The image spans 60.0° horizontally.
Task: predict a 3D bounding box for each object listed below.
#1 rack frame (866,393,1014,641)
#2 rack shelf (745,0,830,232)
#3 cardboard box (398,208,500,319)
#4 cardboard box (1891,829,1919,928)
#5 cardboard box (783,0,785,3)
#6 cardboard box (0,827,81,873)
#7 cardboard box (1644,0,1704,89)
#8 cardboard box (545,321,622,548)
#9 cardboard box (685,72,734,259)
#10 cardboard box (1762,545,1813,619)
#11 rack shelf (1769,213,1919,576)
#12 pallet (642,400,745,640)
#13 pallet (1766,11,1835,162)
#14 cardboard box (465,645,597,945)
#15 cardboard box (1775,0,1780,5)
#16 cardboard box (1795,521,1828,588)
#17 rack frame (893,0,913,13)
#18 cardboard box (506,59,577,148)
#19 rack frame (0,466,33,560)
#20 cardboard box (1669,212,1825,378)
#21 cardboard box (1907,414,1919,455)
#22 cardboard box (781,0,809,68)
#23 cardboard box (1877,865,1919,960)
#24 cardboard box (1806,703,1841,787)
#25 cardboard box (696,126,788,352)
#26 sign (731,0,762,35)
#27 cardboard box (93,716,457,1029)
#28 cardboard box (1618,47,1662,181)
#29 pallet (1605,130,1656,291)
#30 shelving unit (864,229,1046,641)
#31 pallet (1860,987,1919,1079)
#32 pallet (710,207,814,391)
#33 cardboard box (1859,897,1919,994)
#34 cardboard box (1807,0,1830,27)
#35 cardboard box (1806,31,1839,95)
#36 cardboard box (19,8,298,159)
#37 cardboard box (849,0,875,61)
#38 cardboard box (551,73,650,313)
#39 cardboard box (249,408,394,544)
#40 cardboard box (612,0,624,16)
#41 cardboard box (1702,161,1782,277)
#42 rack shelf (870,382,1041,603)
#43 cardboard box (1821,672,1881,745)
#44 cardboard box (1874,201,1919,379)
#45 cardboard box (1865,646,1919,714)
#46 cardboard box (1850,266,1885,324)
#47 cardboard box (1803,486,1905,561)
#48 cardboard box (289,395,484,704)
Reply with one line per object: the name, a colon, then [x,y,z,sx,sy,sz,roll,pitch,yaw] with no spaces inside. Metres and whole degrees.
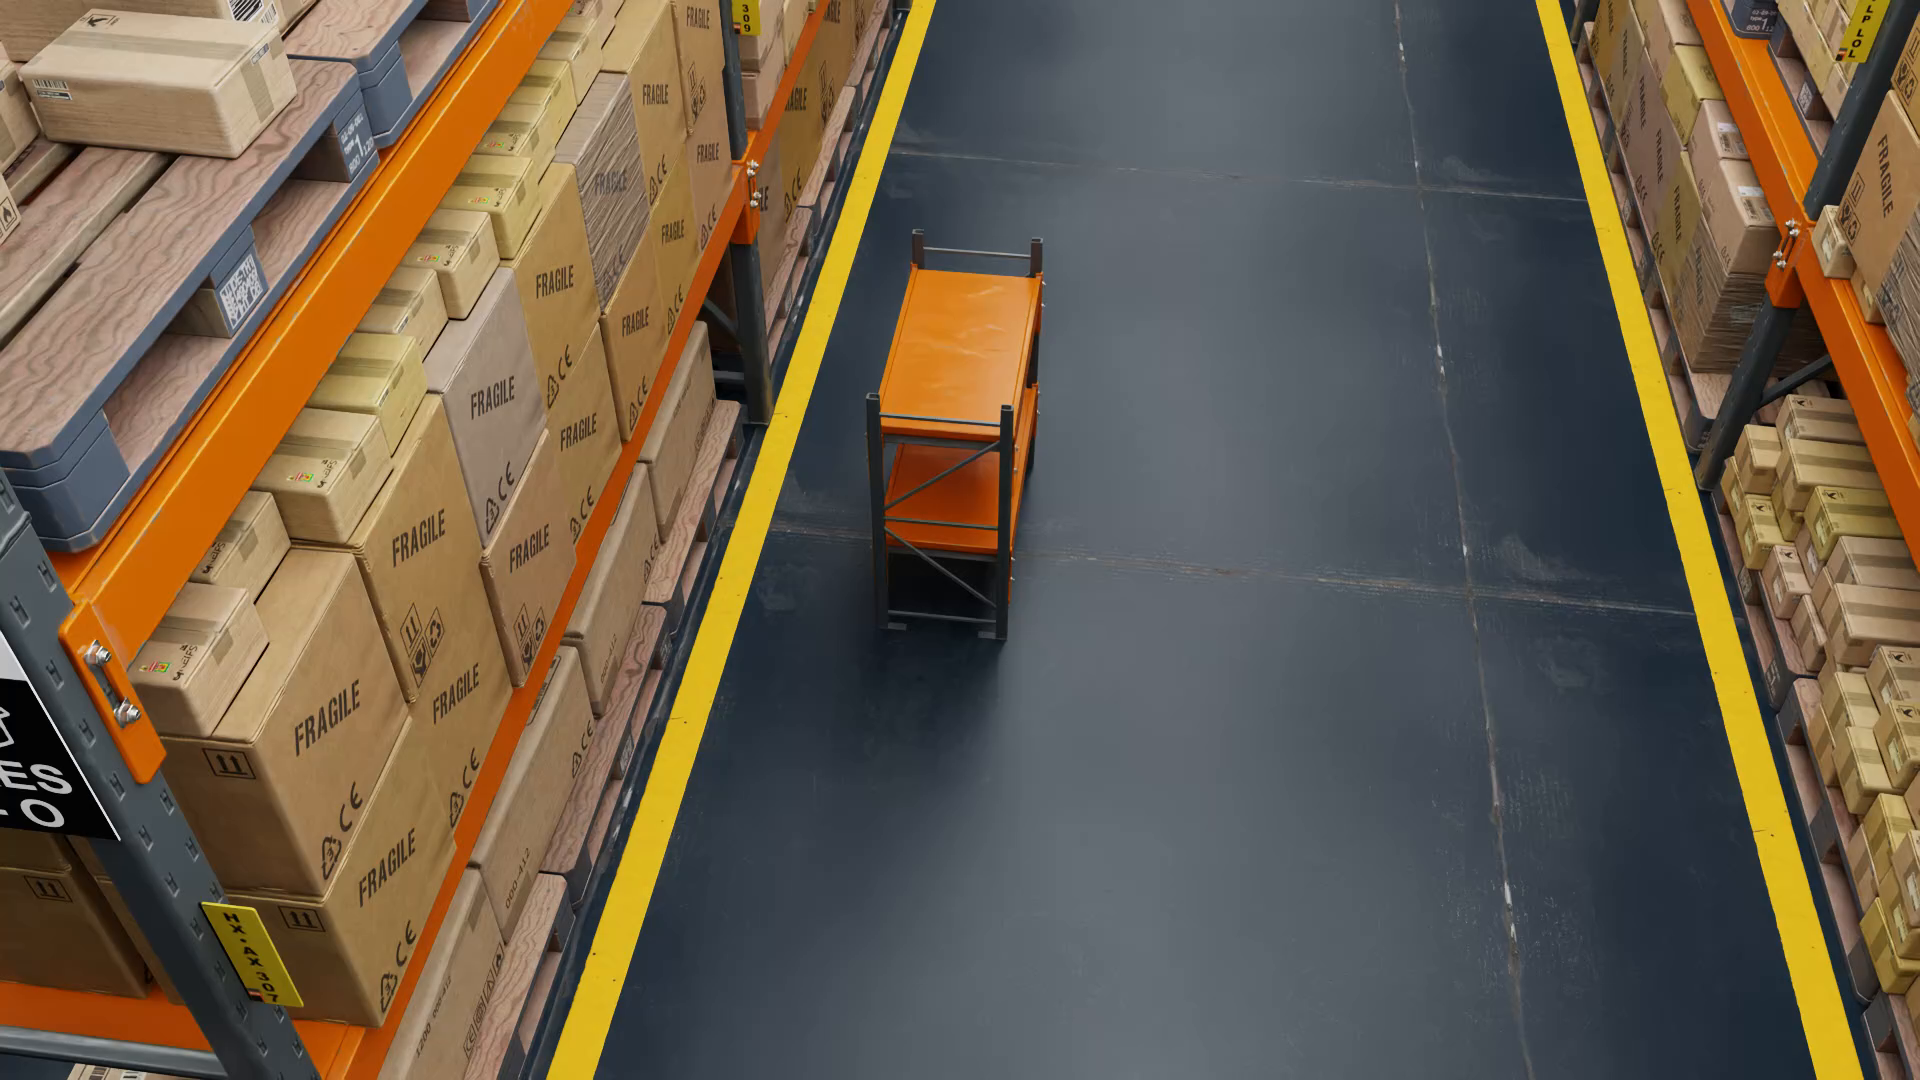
rack frame: [-0.068,-0.057,5.993,0.500,1.125,0.032,5,44,6]
rack shelf: [-1.059,-2.771,8.018,1.077,0.370,4.000,5,44,6]
cardboard box: [-1.345,-0.677,4.012,0.380,0.149,0.250,6,44,6]
cardboard box: [2.962,1.008,4.839,0.380,0.149,0.250,7,44,7]
cardboard box: [-0.945,-2.428,6.878,0.500,0.250,0.500,6,44,6]
cardboard box: [-2.024,0.308,3.443,0.500,0.500,0.500,7,44,7]
cardboard box: [3.649,-2.401,8.071,0.500,0.250,0.500,6,44,6]
cardboard box: [-1.330,-0.315,4.828,0.500,0.500,0.500,7,44,7]
cardboard box: [-1.131,-1.366,5.938,0.500,0.500,0.500,6,44,6]
cardboard box: [3.213,0.170,6.157,0.380,0.149,0.250,5,44,5]
rack shelf: [3.332,0.337,4.736,1.077,0.370,4.000,5,44,6]
pallet: [-1.501,-0.145,6.750,1.003,0.211,1.213,5,44,6]
pallet: [3.842,-1.726,6.530,1.003,0.211,1.213,5,44,6]
cardboard box: [-1.751,0.752,5.332,0.875,0.438,0.875,6,44,7]
cardboard box: [3.586,-2.345,6.922,0.380,0.149,0.250,4,44,4]
cardboard box: [3.290,0.055,6.062,0.380,0.149,0.250,5,44,5]
rack frame: [-0.795,-4.395,9.210,1.000,3.000,0.127,5,44,6]
cardboard box: [-1.280,-1.199,4.563,0.380,0.149,0.250,4,44,5]
rack frame: [-1.852,-1.121,1.389,1.000,3.000,0.127,5,44,6]
cardboard box: [3.445,-1.060,7.200,0.500,0.500,0.500,4,44,5]
cardboard box: [3.151,-0.313,5.082,0.380,0.149,0.250,6,44,6]
cardboard box: [-0.937,-2.243,7.046,0.500,0.250,0.500,4,44,4]
cardboard box: [2.977,1.119,4.938,0.380,0.149,0.250,6,44,6]
cardboard box: [3.099,0.702,5.595,0.380,0.149,0.250,4,44,4]
cardboard box: [-1.321,-1.479,7.371,0.875,0.875,0.875,6,44,7]
sign: [-0.773,-1.962,5.954,0.100,0.325,0.005,5,44,6]
cardboard box: [-1.504,0.720,3.735,0.500,0.500,0.500,5,44,5]
cardboard box: [3.653,-2.106,8.306,0.500,0.500,0.500,4,44,4]
pallet: [3.857,-1.640,8.328,1.003,0.211,1.213,5,44,6]
shelving unit: [-0.001,-0.404,6.358,0.538,1.125,1.048,5,44,6]
pallet: [3.220,1.849,4.644,1.003,0.211,1.213,5,44,6]
pallet: [-1.296,-1.189,7.852,1.003,0.211,1.213,5,44,6]
cardboard box: [2.976,1.238,5.029,0.380,0.149,0.250,3,44,4]
cardboard box: [3.523,-2.095,6.441,0.380,0.149,0.250,7,44,7]
cardboard box: [3.486,-1.815,6.362,0.380,0.149,0.250,5,44,6]
cardboard box: [-1.480,-0.850,3.089,0.380,0.149,0.250,7,44,7]
cardboard box: [-0.968,-3.313,9.307,0.875,0.875,0.875,5,44,5]
cardboard box: [-1.245,-1.029,4.855,0.500,0.500,0.500,6,44,6]
cardboard box: [-1.419,-0.146,3.451,0.380,0.149,0.250,6,44,7]
cardboard box: [-1.234,-1.726,5.119,0.380,0.149,0.250,5,44,6]
cardboard box: [3.444,-1.335,6.946,0.500,0.250,0.500,4,44,4]
rack shelf: [-0.001,-0.226,6.527,0.538,0.278,1.000,5,44,6]
cardboard box: [3.096,0.590,5.497,0.380,0.149,0.250,5,44,5]
cardboard box: [3.223,-0.779,5.102,0.500,0.500,0.500,5,44,5]
cardboard box: [3.185,0.493,5.383,0.380,0.149,0.250,4,44,4]
cardboard box: [3.274,-0.850,5.649,0.380,0.149,0.250,6,44,7]
cardboard box: [3.266,-0.046,5.952,0.380,0.149,0.250,5,44,5]
cardboard box: [-1.445,0.004,3.764,0.500,0.500,0.500,4,44,4]
